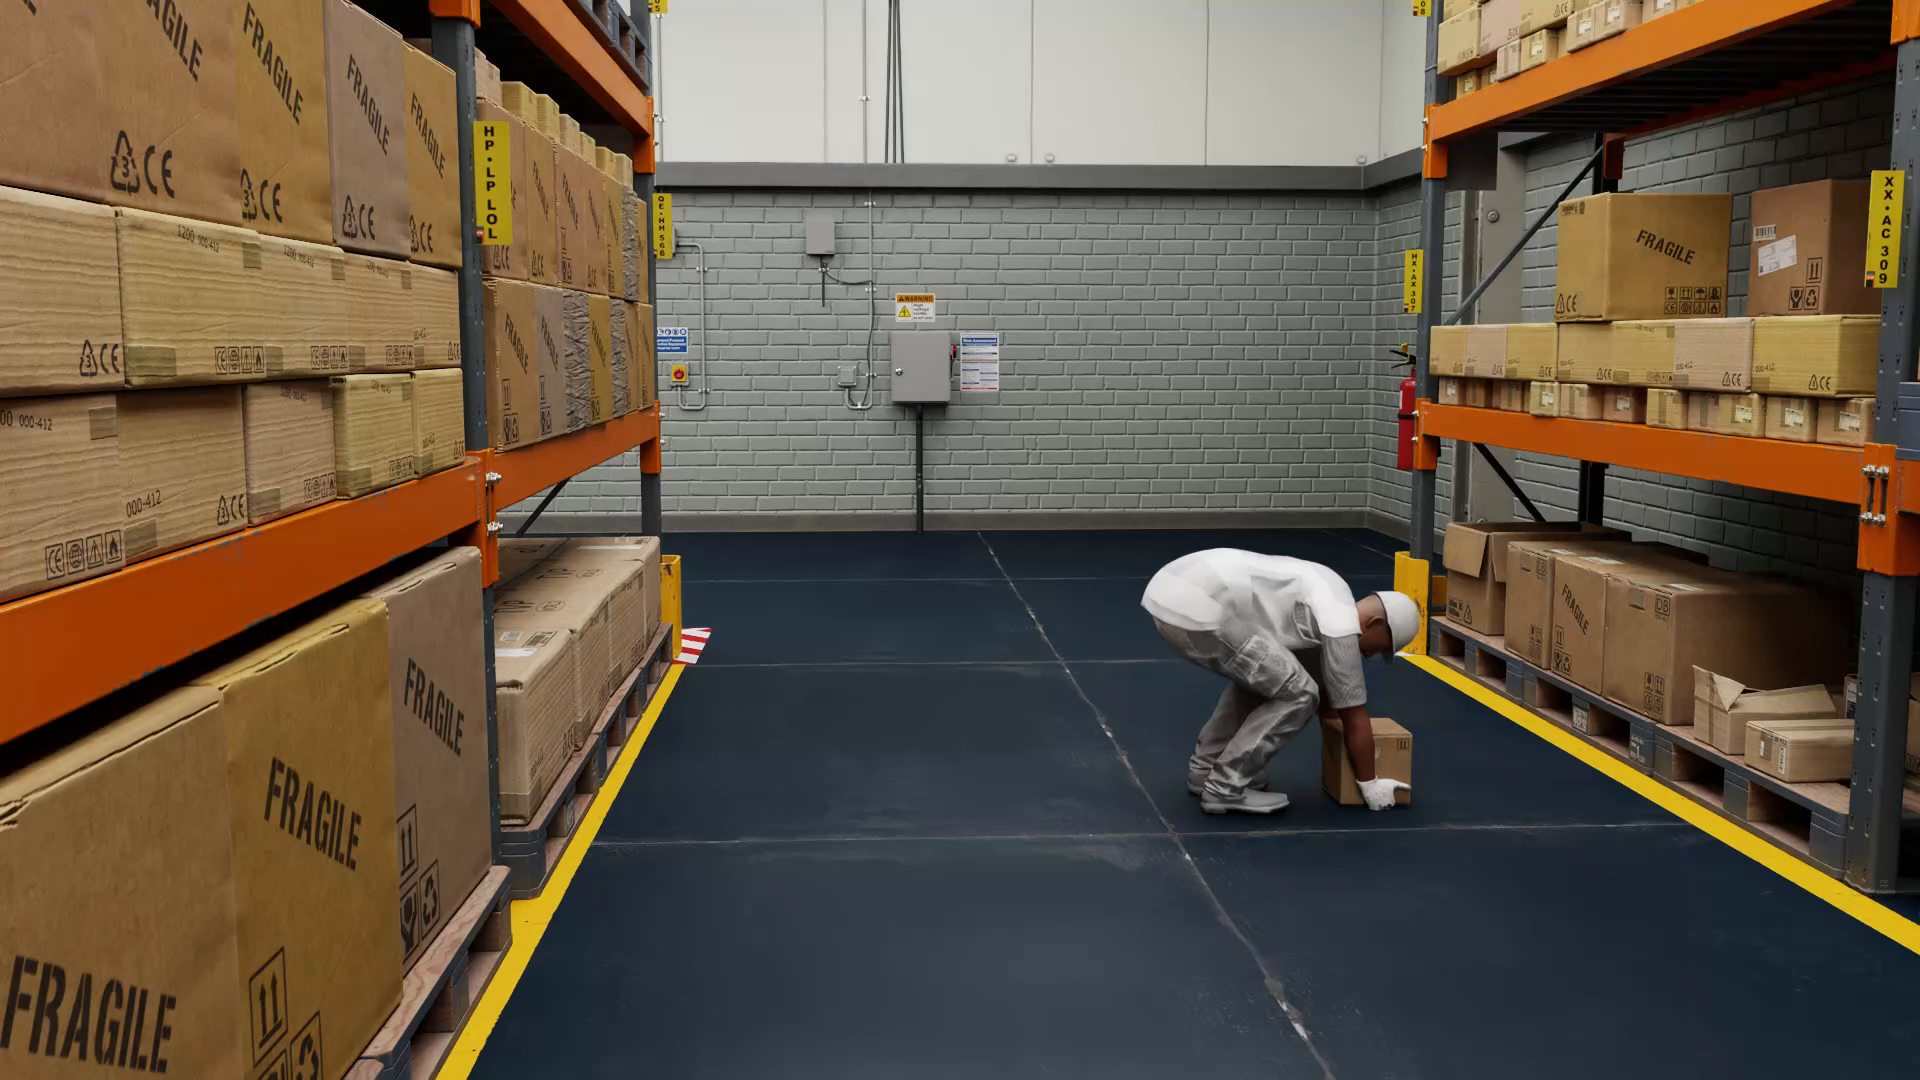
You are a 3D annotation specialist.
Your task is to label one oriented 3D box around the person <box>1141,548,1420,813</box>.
[{"bbox_3d":[1.138,0.480,5.874,0.986,0.917,0.535,-1,7,-6],"label":"person"}]
